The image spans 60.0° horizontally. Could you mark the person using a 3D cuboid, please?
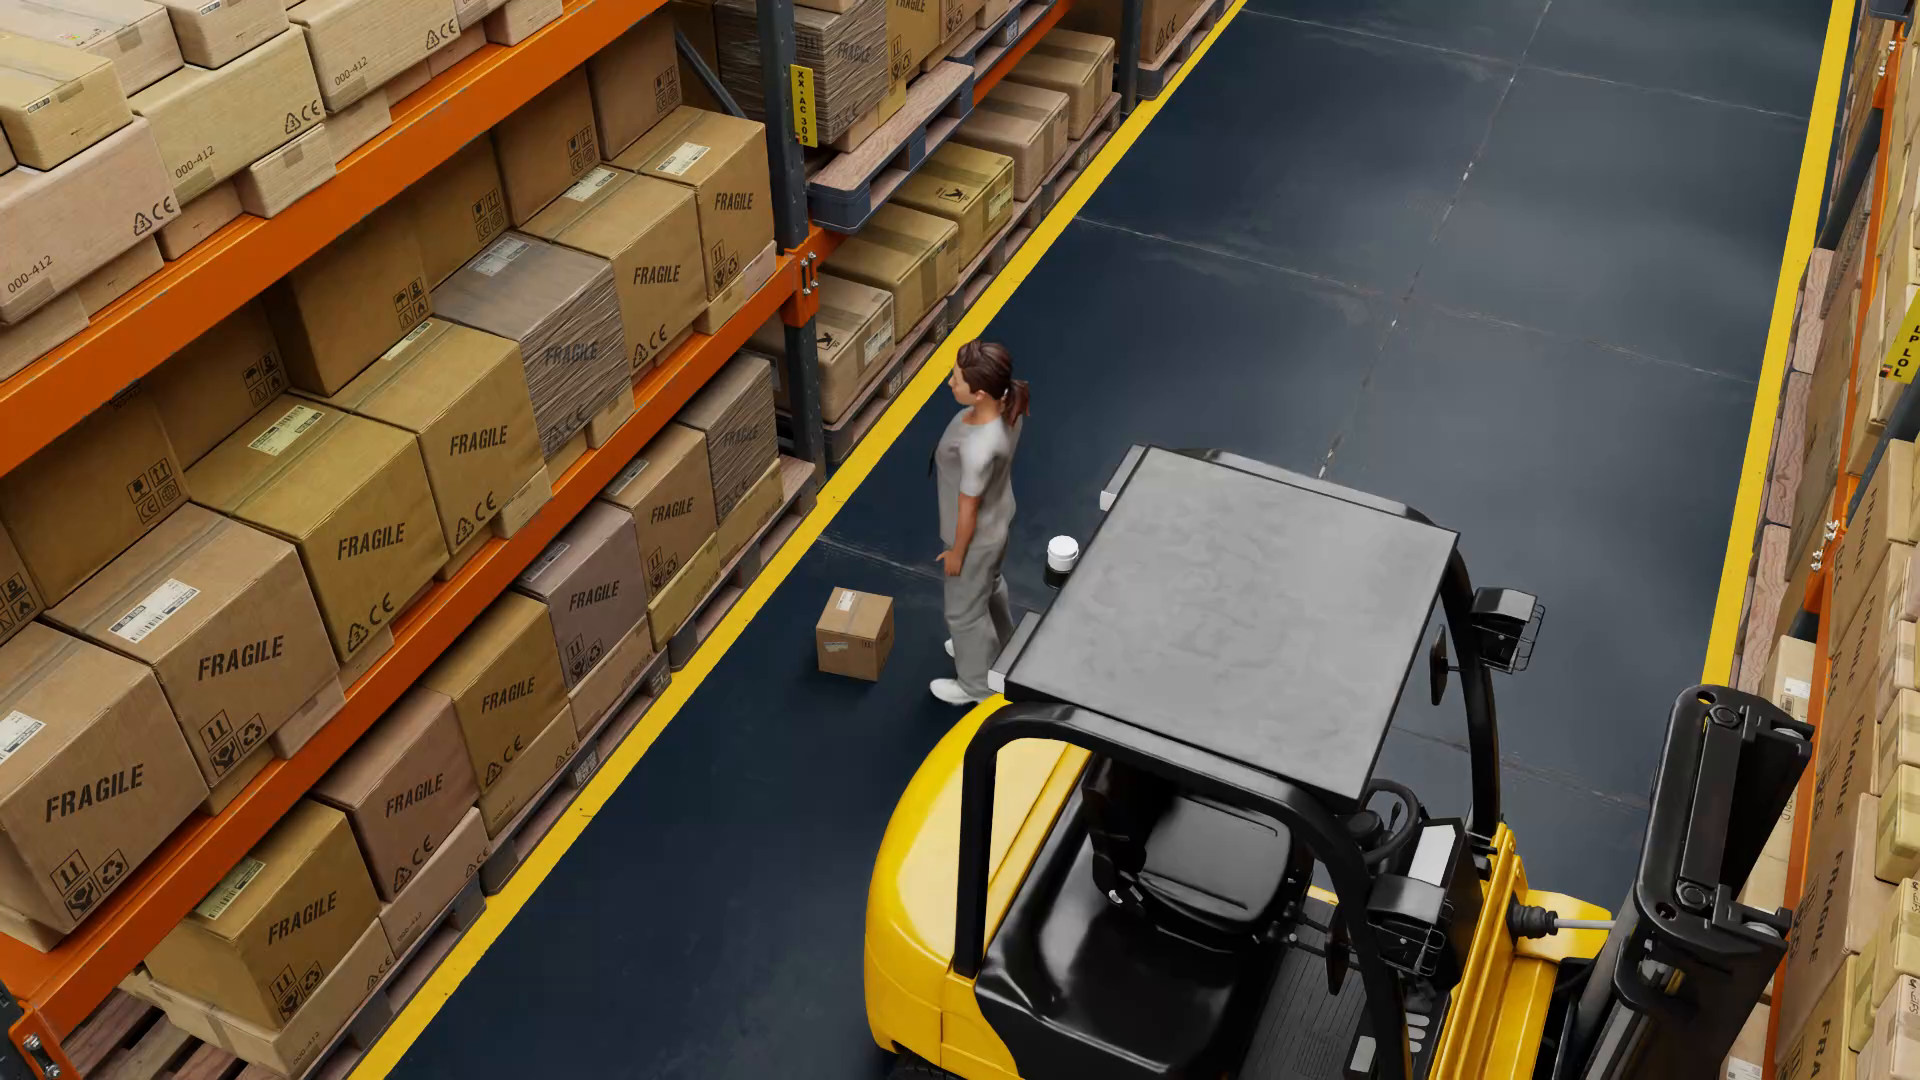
[{"bbox_3d":[0.076,-0.044,6.217,0.359,1.669,0.439,10,43,11],"label":"person"}]
